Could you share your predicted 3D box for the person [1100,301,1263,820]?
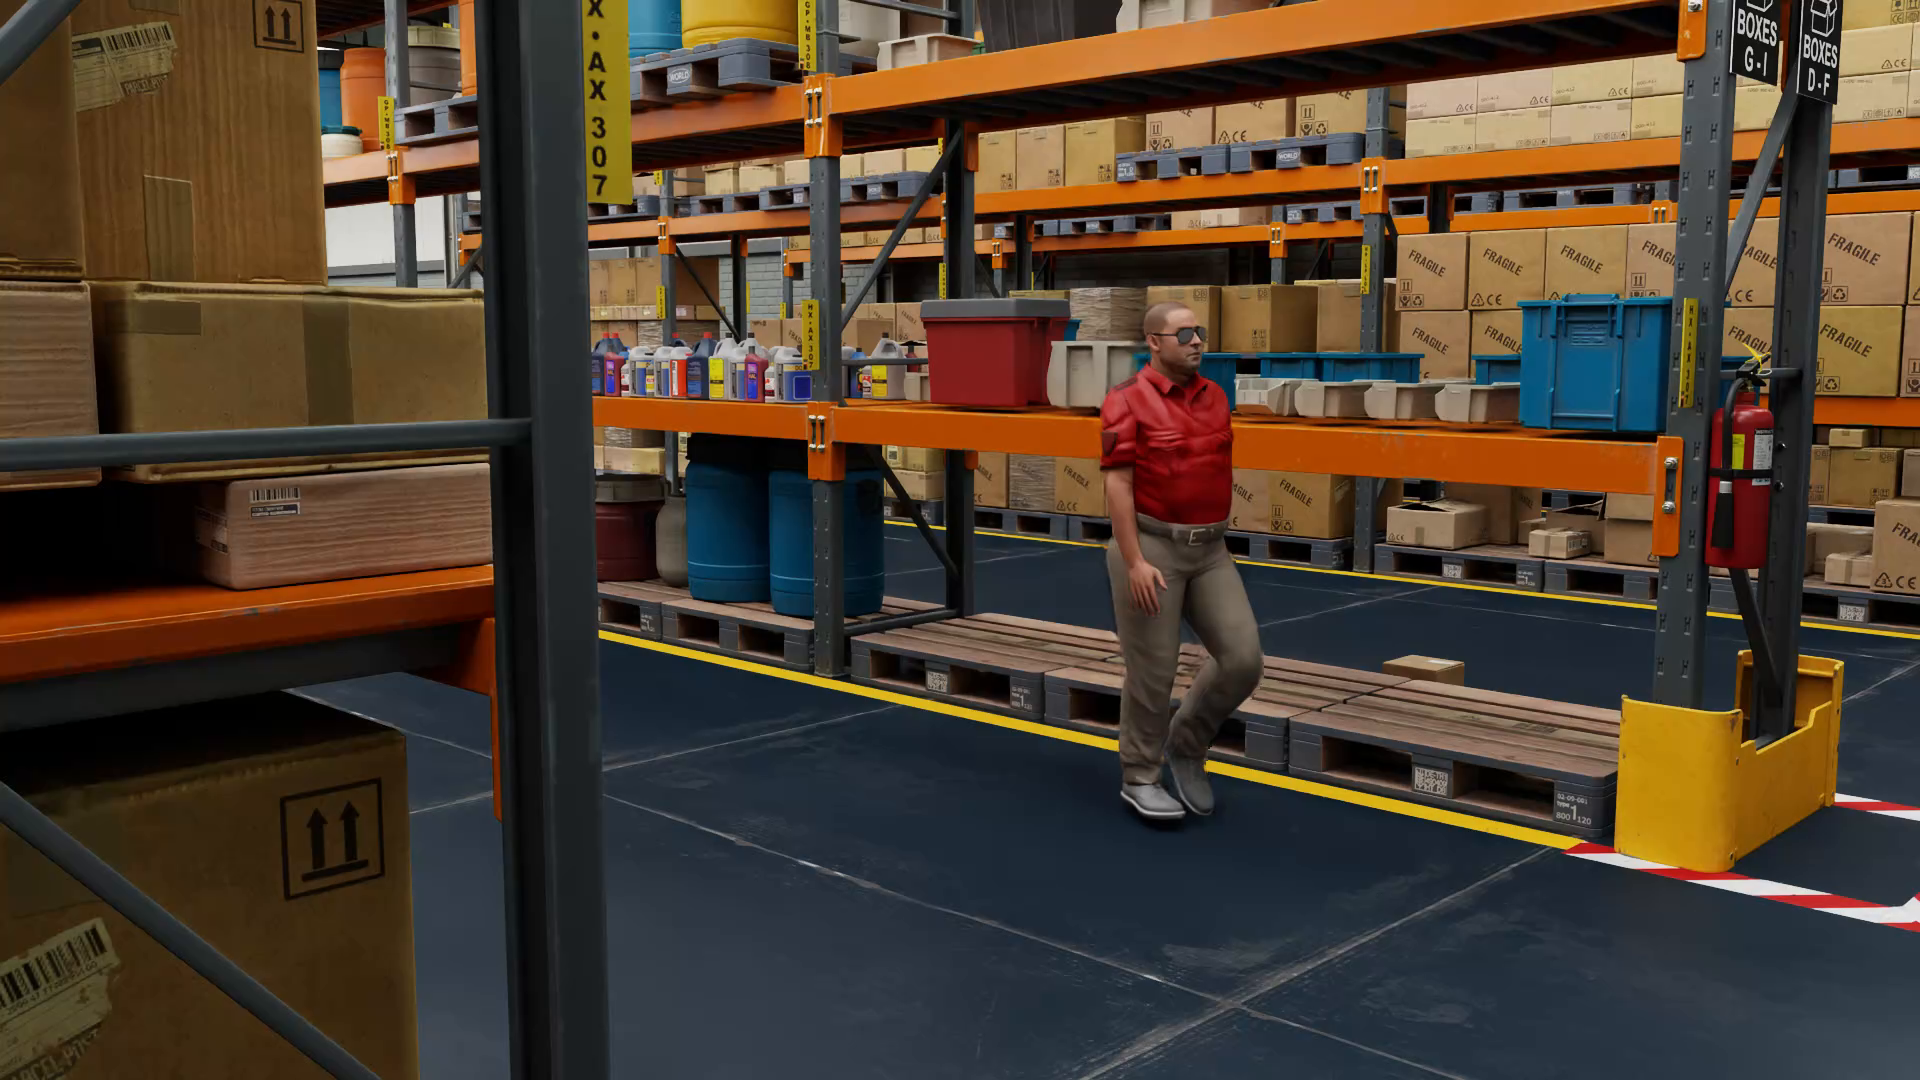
[{"bbox_3d":[0.726,0.091,5.528,0.544,1.758,0.430,-4,8,-29],"label":"person"}]
